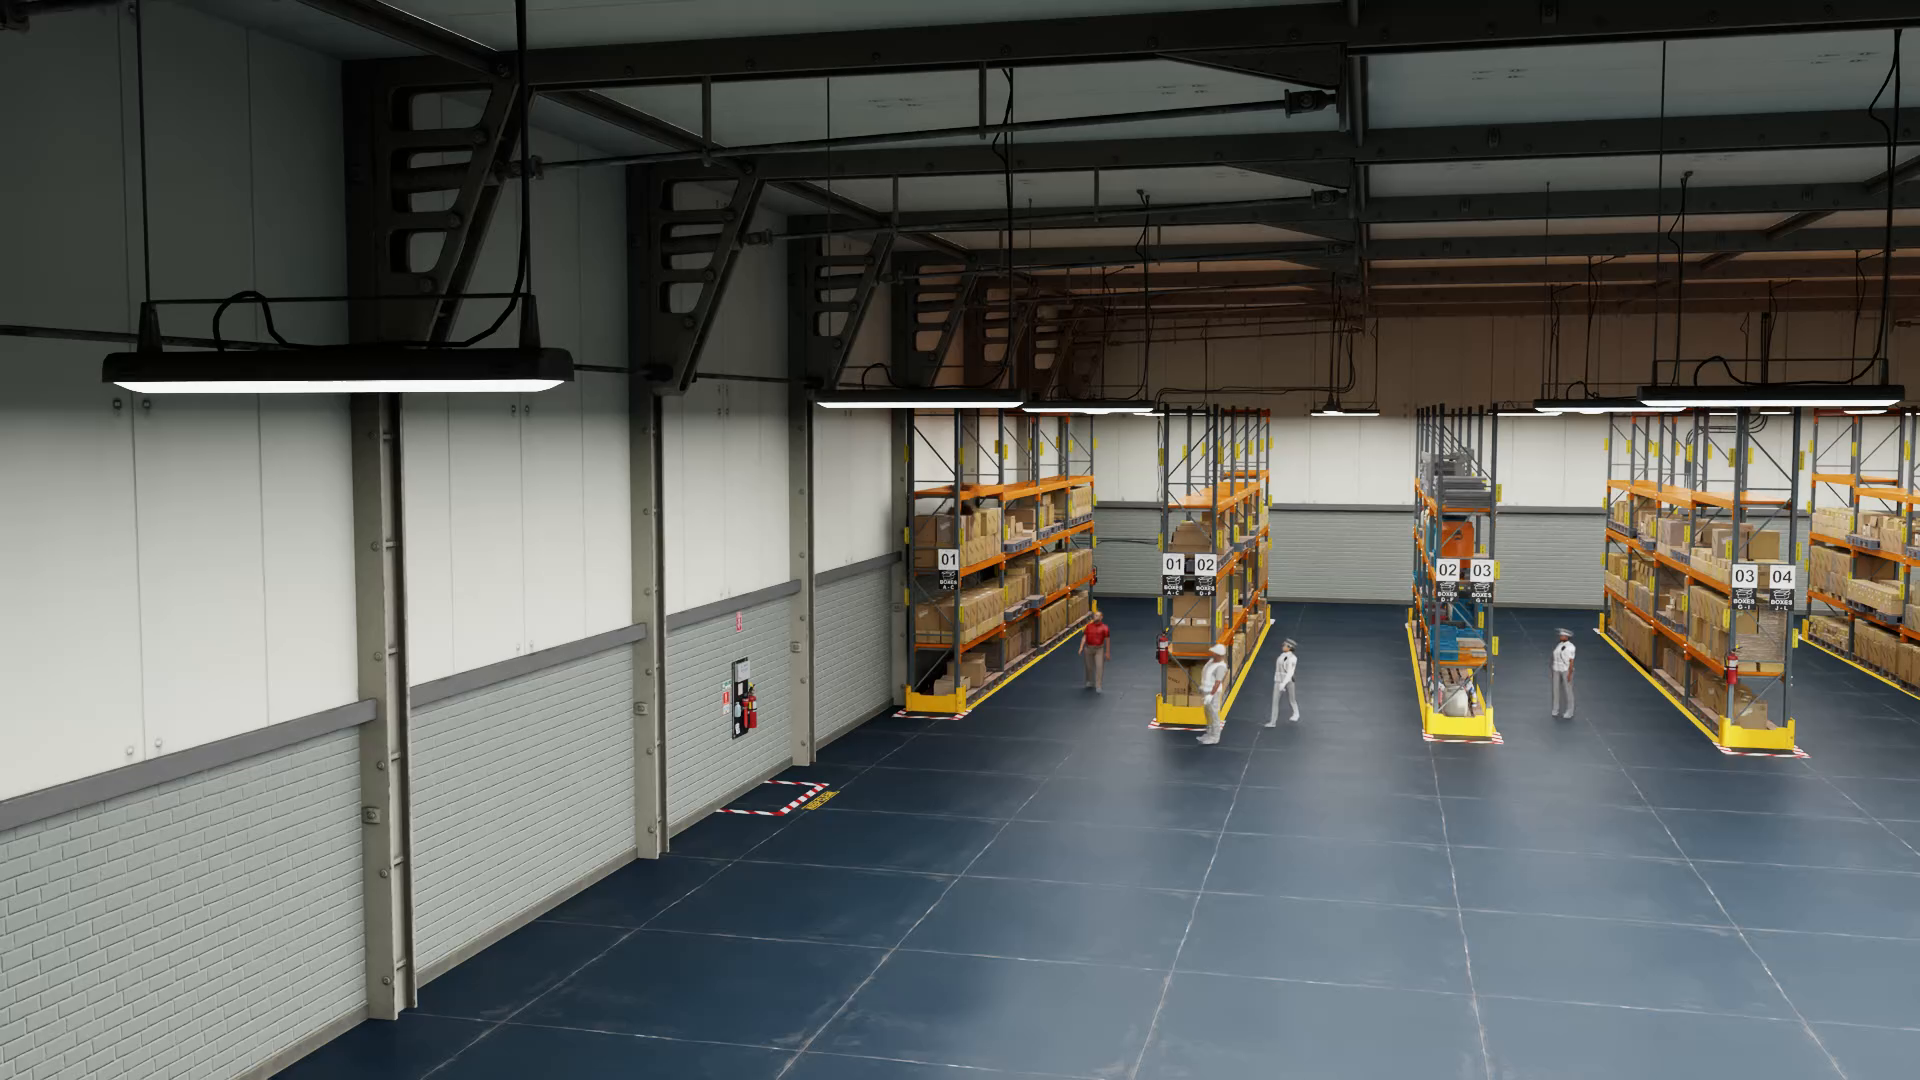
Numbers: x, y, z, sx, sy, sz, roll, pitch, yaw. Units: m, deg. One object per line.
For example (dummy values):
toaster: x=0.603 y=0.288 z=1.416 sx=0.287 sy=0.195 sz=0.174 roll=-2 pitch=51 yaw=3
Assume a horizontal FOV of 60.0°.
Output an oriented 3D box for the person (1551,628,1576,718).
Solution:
person: x=11.600 y=2.543 z=31.989 sx=0.381 sy=1.700 sz=0.477 roll=-3 pitch=5 yaw=-34

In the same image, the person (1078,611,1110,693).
person: x=2.820 y=2.343 z=34.948 sx=0.656 sy=1.664 sz=1.025 roll=0 pitch=4 yaw=7

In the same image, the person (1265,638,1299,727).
person: x=6.043 y=2.641 z=30.953 sx=0.448 sy=1.639 sz=1.016 roll=2 pitch=5 yaw=29

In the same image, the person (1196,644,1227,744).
person: x=4.401 y=2.700 z=29.368 sx=0.467 sy=1.762 sz=0.693 roll=-1 pitch=4 yaw=-18
